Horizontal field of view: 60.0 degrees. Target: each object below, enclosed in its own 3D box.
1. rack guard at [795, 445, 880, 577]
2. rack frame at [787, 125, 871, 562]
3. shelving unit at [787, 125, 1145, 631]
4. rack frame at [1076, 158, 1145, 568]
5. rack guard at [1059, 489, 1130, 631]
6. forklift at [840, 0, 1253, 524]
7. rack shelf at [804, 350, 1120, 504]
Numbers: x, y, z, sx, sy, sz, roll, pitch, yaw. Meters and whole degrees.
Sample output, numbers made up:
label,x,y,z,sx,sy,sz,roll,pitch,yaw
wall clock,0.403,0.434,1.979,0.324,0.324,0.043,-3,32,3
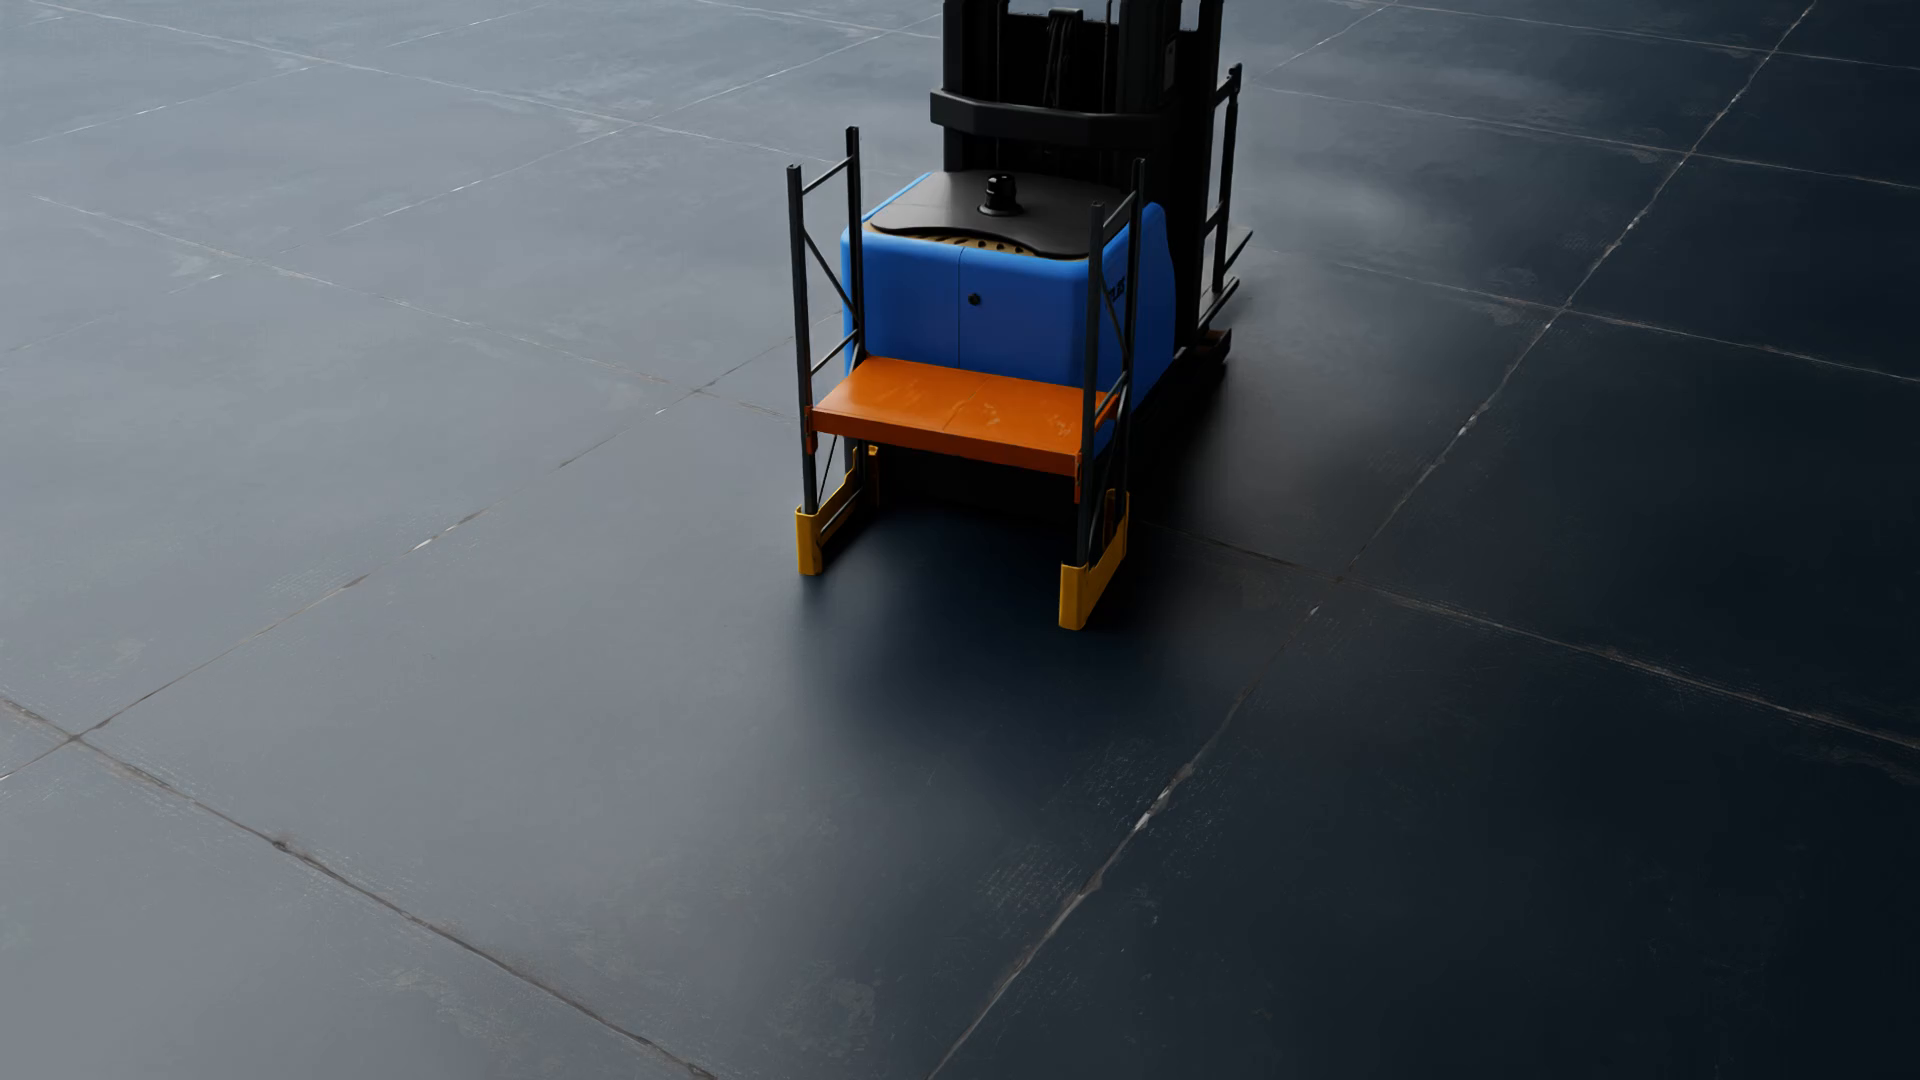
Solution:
label,x,y,z,sx,sy,sz,roll,pitch,yaw
rack guard,-0.450,-0.118,6.204,0.087,0.250,0.587,11,32,18
rack frame,-0.451,-0.658,5.889,0.032,1.500,0.500,11,32,18
shelving unit,0.015,-0.568,5.734,1.083,1.500,0.587,11,32,18
rack frame,0.497,-0.474,5.574,0.032,1.500,0.500,11,32,18
rack guard,0.479,0.062,5.895,0.087,0.250,0.587,11,32,18
forklift,0.594,-2.049,6.854,1.130,2.935,3.031,12,32,20
rack shelf,0.023,-0.411,5.822,1.000,0.185,0.538,11,32,18
